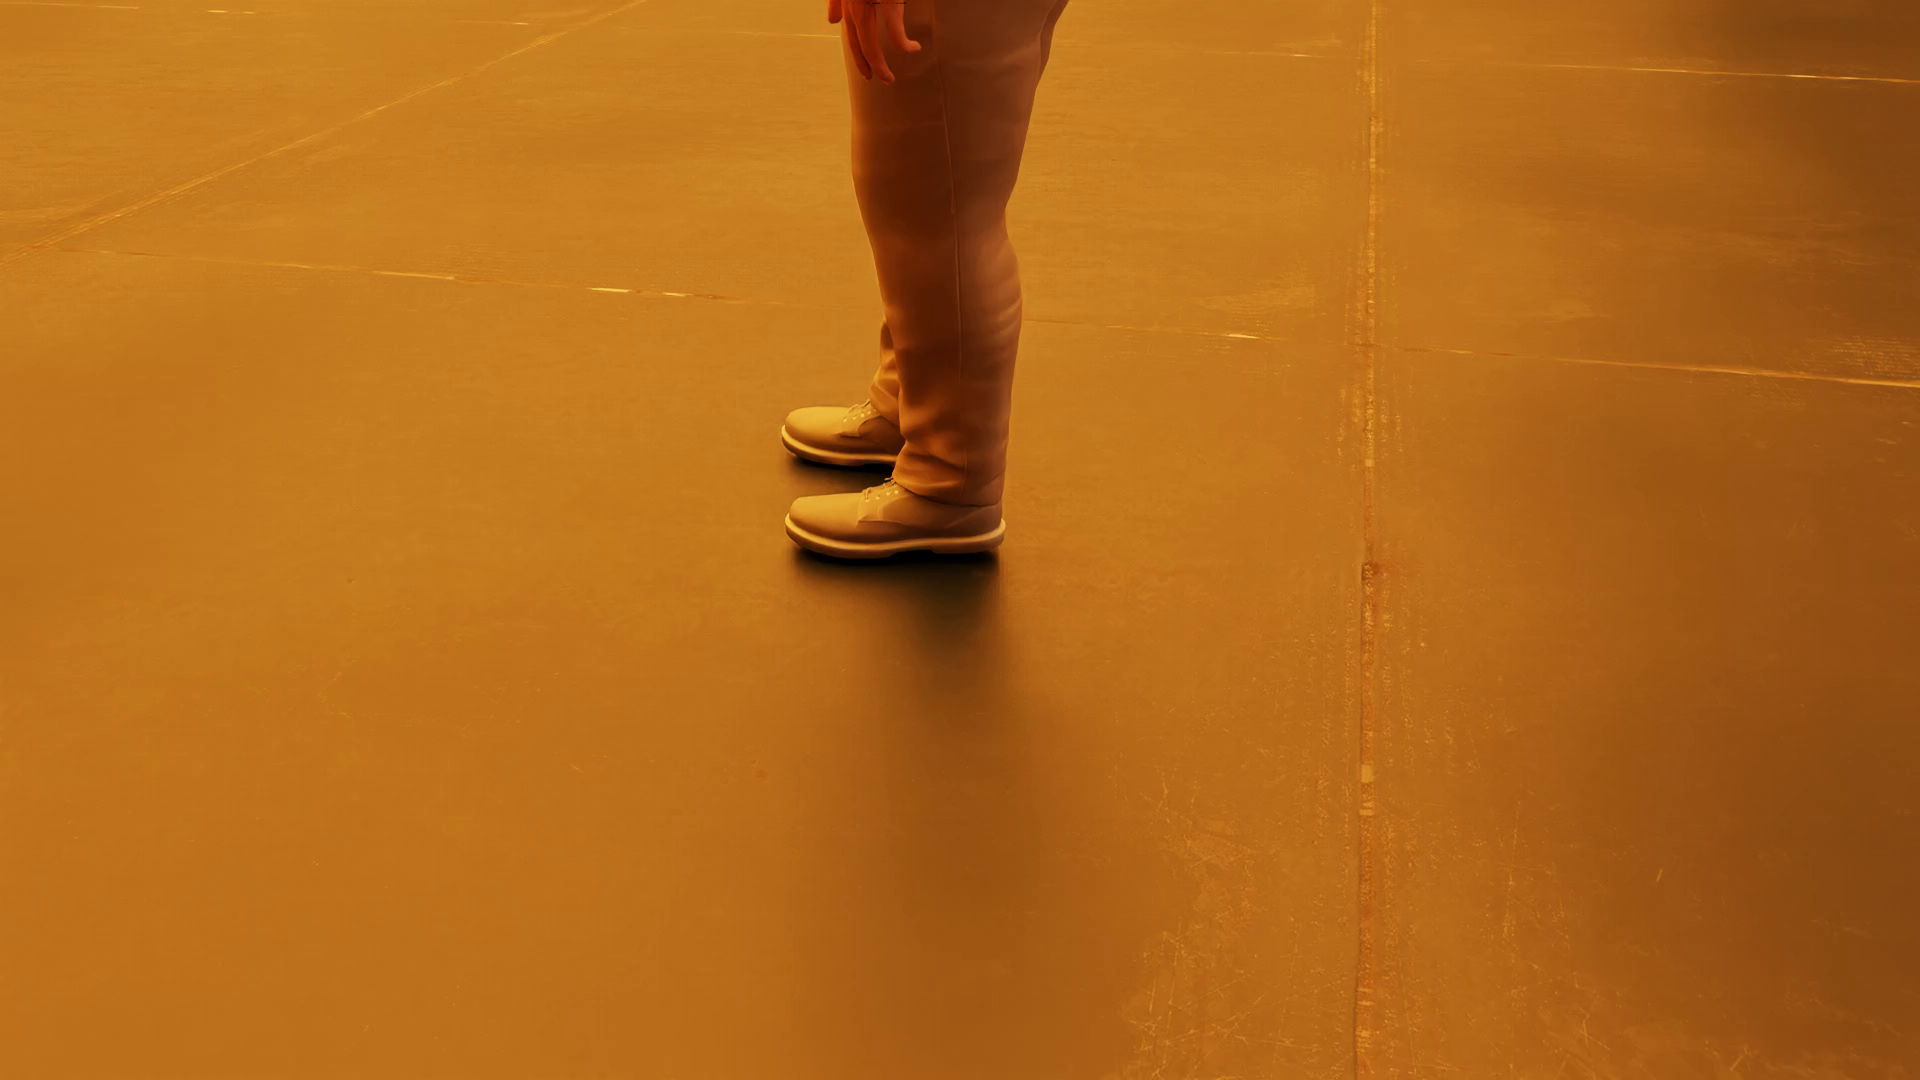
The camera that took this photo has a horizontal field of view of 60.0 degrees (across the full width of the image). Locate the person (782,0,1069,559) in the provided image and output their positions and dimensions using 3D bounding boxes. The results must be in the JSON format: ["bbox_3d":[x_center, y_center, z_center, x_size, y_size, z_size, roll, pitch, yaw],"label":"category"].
[{"bbox_3d":[-0.085,-0.792,2.135,0.550,1.727,0.642,6,27,11],"label":"person"}]
